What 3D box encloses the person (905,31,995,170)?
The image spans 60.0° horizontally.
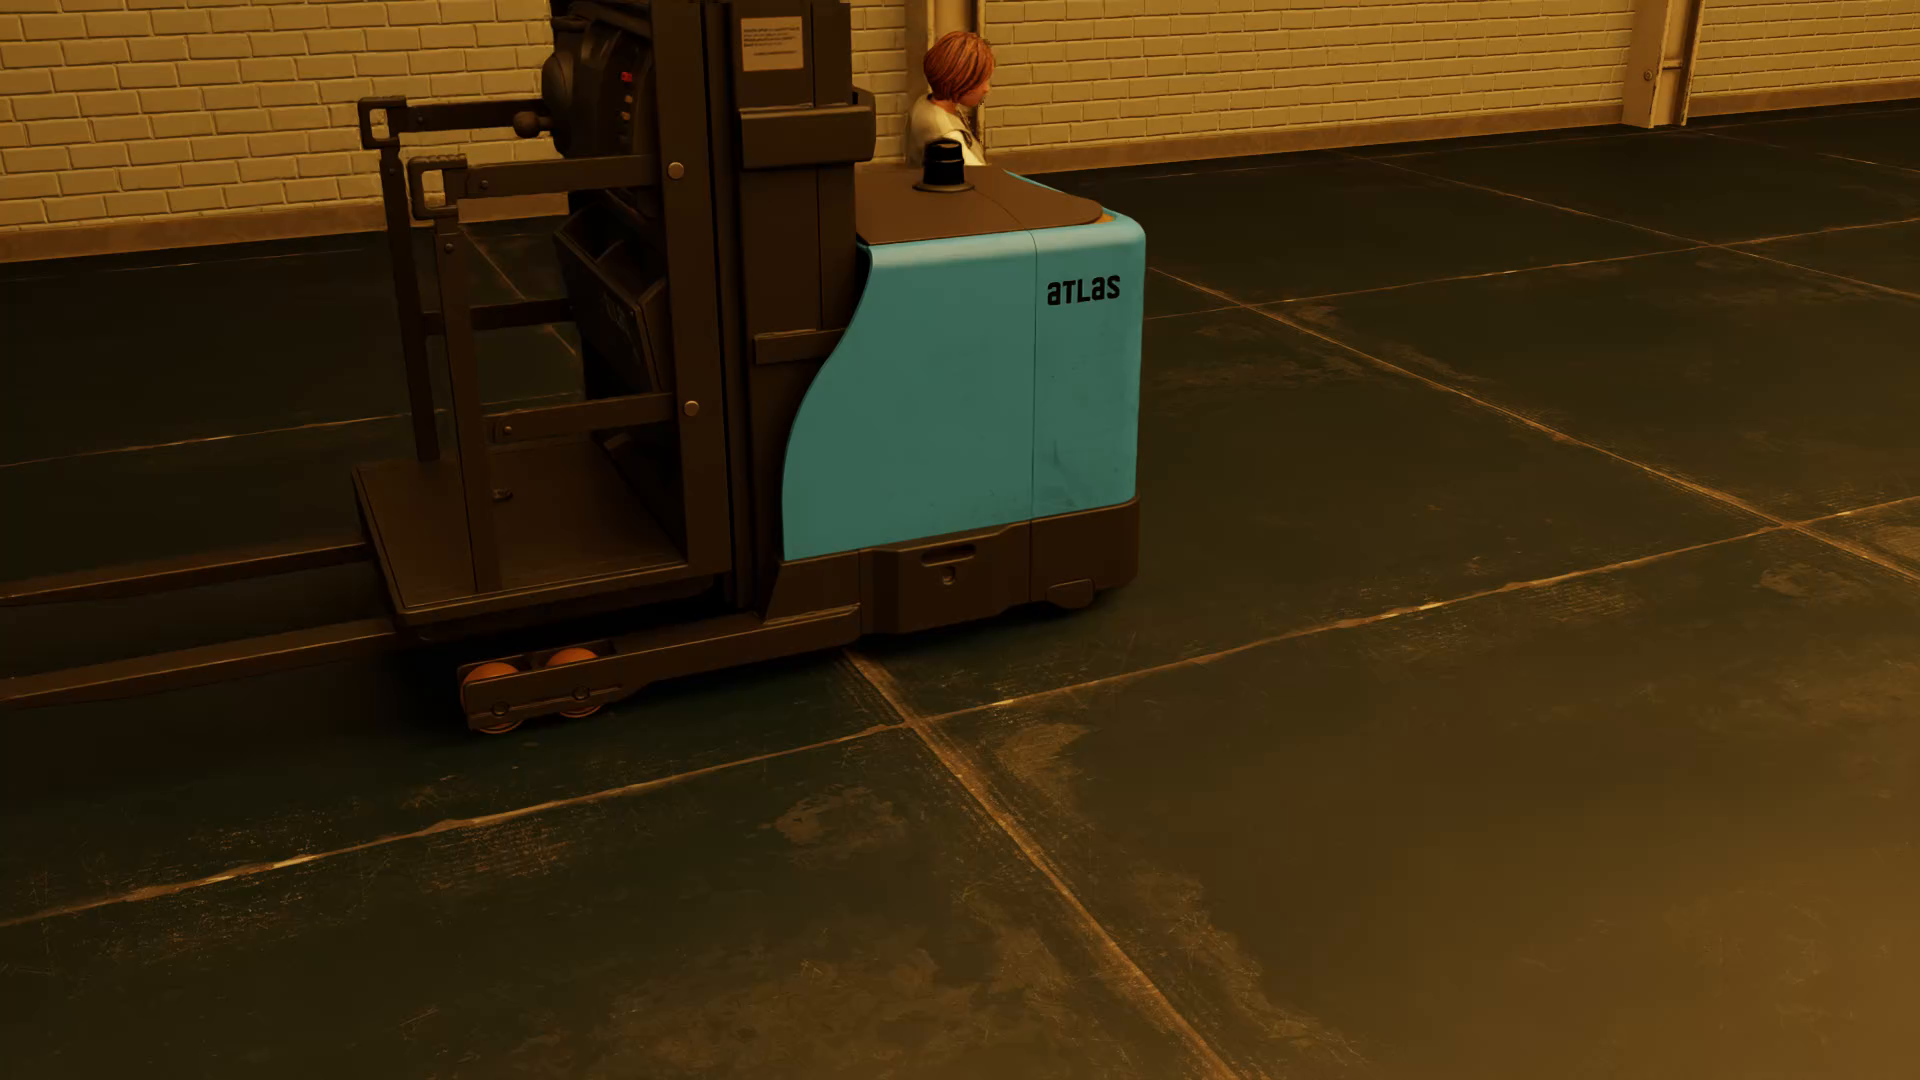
[{"bbox_3d":[0.140,-0.956,5.584,0.651,1.459,0.719,-2,23,-5],"label":"person"}]

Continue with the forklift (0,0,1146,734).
[{"bbox_3d":[-1.063,-1.119,3.981,3.031,2.935,1.130,-10,24,-22],"label":"forklift"}]
